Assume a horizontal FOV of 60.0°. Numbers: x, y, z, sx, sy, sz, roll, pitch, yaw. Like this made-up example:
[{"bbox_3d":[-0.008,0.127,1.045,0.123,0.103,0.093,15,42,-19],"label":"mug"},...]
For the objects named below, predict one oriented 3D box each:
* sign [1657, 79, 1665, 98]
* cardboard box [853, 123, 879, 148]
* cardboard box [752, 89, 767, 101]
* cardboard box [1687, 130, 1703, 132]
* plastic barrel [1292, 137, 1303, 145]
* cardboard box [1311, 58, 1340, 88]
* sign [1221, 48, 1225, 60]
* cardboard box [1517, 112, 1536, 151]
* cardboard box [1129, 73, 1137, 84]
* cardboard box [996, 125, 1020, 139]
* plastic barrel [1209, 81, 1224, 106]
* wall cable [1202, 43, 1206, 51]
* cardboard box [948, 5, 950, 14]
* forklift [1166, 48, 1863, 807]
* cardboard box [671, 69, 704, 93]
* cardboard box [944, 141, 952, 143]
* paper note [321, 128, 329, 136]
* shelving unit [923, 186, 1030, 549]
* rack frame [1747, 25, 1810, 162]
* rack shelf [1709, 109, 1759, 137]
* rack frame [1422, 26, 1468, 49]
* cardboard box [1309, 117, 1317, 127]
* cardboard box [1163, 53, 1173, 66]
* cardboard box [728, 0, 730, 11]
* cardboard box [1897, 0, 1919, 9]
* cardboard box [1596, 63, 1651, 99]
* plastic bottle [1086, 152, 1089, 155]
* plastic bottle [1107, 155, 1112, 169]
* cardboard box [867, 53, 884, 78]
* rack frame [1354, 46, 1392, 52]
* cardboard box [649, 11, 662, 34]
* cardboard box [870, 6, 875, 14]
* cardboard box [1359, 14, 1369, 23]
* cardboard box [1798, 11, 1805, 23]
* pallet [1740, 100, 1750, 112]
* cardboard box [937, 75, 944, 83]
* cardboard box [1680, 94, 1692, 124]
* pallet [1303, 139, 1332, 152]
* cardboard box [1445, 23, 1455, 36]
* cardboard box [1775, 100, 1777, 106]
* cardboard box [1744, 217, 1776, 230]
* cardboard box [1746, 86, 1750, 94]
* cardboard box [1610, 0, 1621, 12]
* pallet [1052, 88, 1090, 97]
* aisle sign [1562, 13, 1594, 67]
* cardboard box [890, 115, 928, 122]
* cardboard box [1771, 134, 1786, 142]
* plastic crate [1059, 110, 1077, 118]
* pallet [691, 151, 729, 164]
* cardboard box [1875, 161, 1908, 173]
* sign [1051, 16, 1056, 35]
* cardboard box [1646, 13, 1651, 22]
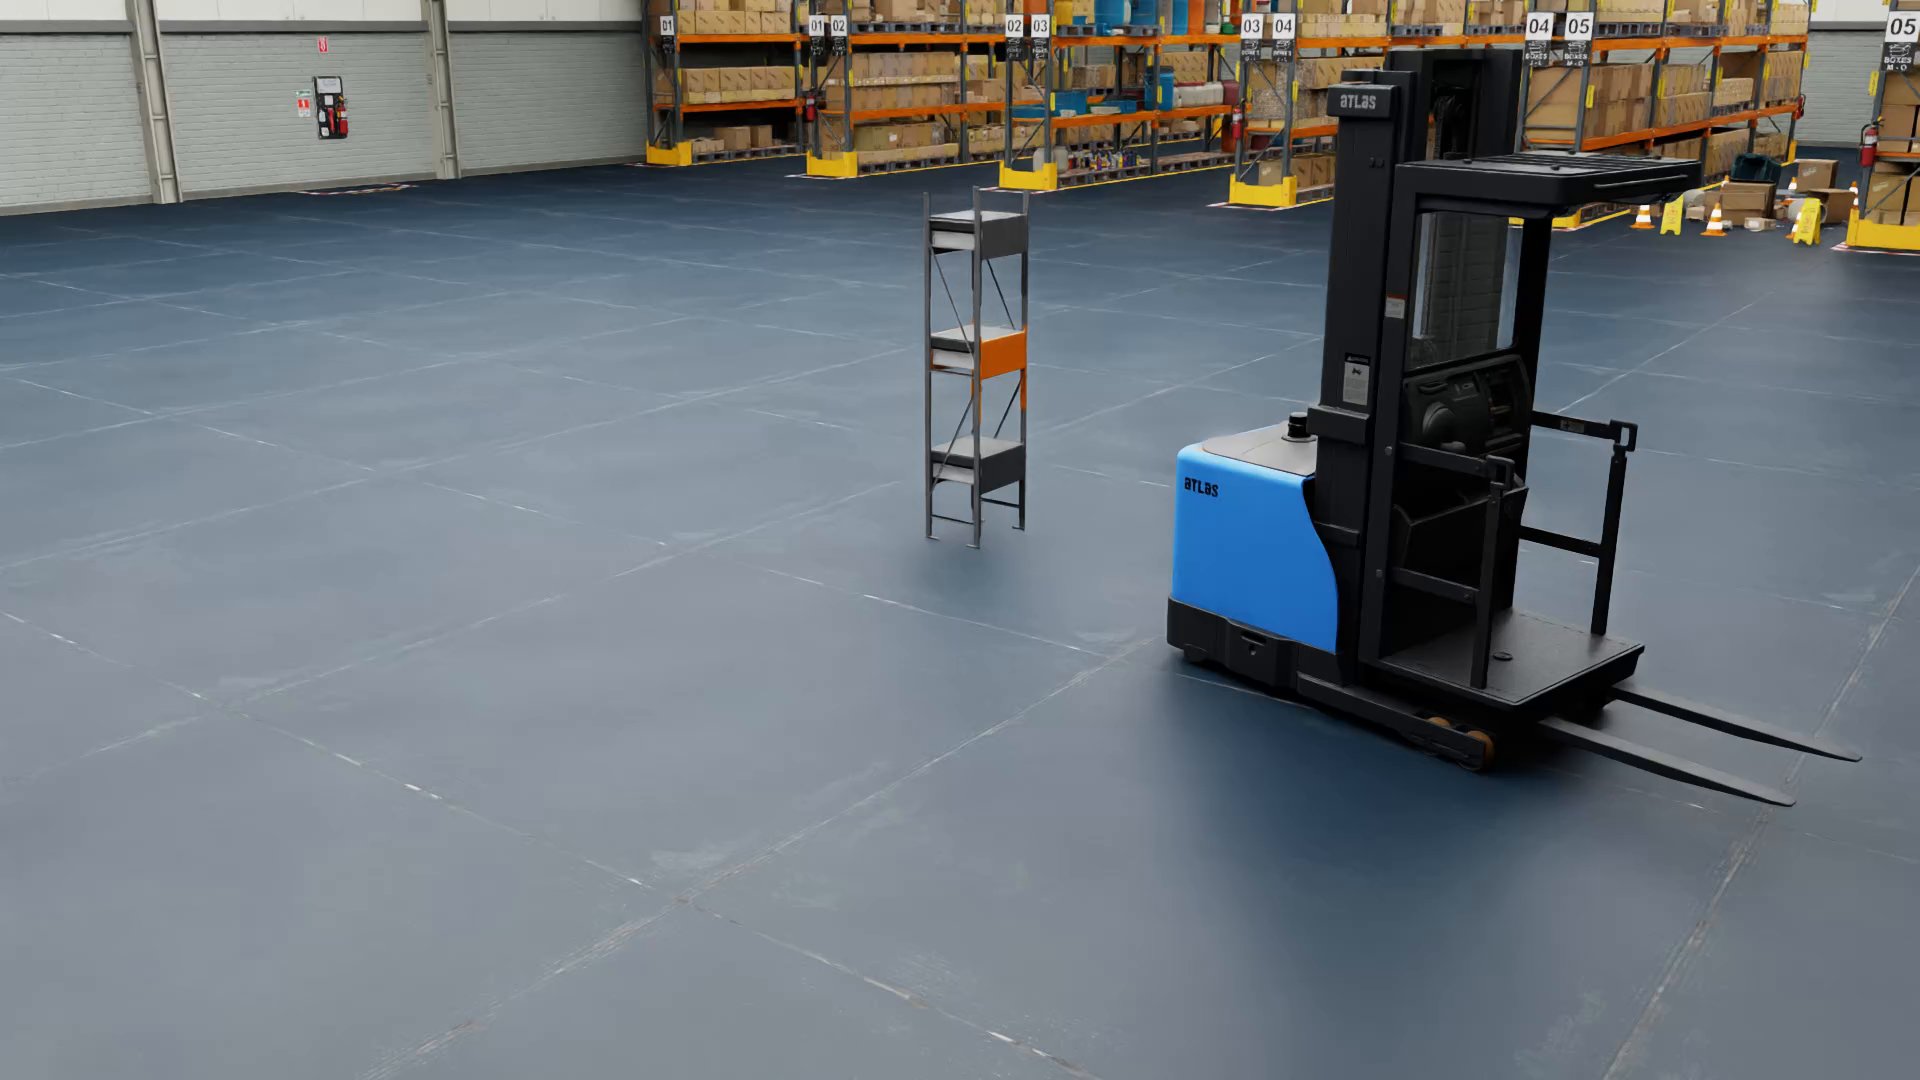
[{"bbox_3d":[12.037,-7.749,28.547,0.100,0.325,0.005,12,21,35],"label":"sign"},{"bbox_3d":[-2.005,-8.762,36.064,0.500,0.500,0.500,12,21,35],"label":"cardboard box"},{"bbox_3d":[-4.897,-10.454,39.069,0.500,0.250,0.500,12,21,34],"label":"cardboard box"},{"bbox_3d":[14.778,-8.163,33.715,0.500,0.250,0.500,13,21,36],"label":"cardboard box"},{"bbox_3d":[8.118,-10.149,40.698,0.600,0.901,0.708,12,21,35],"label":"plastic barrel"},{"bbox_3d":[6.431,-8.331,29.657,0.500,0.500,0.500,12,21,35],"label":"cardboard box"},{"bbox_3d":[7.297,-13.507,46.196,0.100,0.325,0.005,12,21,35],"label":"sign"},{"bbox_3d":[12.891,-9.531,38.751,0.875,0.875,0.875,12,21,35],"label":"cardboard box"},{"bbox_3d":[4.572,-12.165,44.192,0.500,0.500,0.500,13,21,36],"label":"cardboard box"},{"bbox_3d":[1.075,-9.624,39.159,0.500,0.311,0.500,13,22,36],"label":"cardboard box"},{"bbox_3d":[5.631,-9.895,36.861,0.421,0.512,0.421,0,17,0],"label":"plastic barrel"},{"bbox_3d":[6.540,-16.447,53.267,3.097,2.526,0.112,12,21,35],"label":"wall cable"},{"bbox_3d":[-0.393,-14.184,44.892,0.700,0.500,0.500,12,21,34],"label":"cardboard box"},{"bbox_3d":[2.384,-0.588,7.194,1.130,2.935,3.031,-14,22,-39],"label":"forklift"},{"bbox_3d":[-6.125,-10.326,37.393,0.500,0.500,0.500,12,21,35],"label":"cardboard box"},{"bbox_3d":[-0.272,-9.085,38.370,0.500,0.250,0.500,12,21,34],"label":"cardboard box"},{"bbox_3d":[-12.167,-7.828,31.878,0.016,0.148,0.142,12,21,35],"label":"paper note"},{"bbox_3d":[0.099,-1.042,10.059,0.431,2.100,0.503,12,21,35],"label":"shelving unit"},{"bbox_3d":[18.740,-10.254,38.206,1.000,3.000,0.127,12,21,35],"label":"rack frame"},{"bbox_3d":[15.165,-8.481,33.711,1.077,0.370,4.000,12,21,35],"label":"rack shelf"},{"bbox_3d":[10.050,-9.249,34.970,1.000,3.000,0.127,12,21,35],"label":"rack frame"},{"bbox_3d":[6.103,-7.426,29.522,0.380,0.149,0.250,12,21,35],"label":"cardboard box"},{"bbox_3d":[5.294,-12.664,44.112,0.500,0.500,0.500,12,21,33],"label":"cardboard box"},{"bbox_3d":[-5.670,-12.450,38.330,0.500,0.500,0.500,12,21,35],"label":"cardboard box"},{"bbox_3d":[13.207,-7.419,23.097,0.380,0.149,0.250,13,21,35],"label":"cardboard box"},{"bbox_3d":[11.108,-7.750,28.068,0.875,0.550,0.550,12,21,35],"label":"cardboard box"},{"bbox_3d":[2.631,-7.889,34.427,0.061,0.283,0.133,14,22,37],"label":"plastic bottle"},{"bbox_3d":[3.021,-7.657,33.700,0.097,0.271,0.097,0,17,0],"label":"plastic bottle"},{"bbox_3d":[-2.041,-10.010,35.065,0.700,0.500,0.500,12,21,33],"label":"cardboard box"},{"bbox_3d":[10.839,-12.030,43.924,1.000,3.000,0.127,12,21,35],"label":"rack frame"},{"bbox_3d":[-6.605,-11.604,37.291,0.500,0.500,0.500,14,22,39],"label":"cardboard box"},{"bbox_3d":[-1.864,-11.206,35.419,0.500,0.311,0.500,16,23,41],"label":"cardboard box"},{"bbox_3d":[7.249,-9.526,30.386,0.380,0.149,0.250,12,21,33],"label":"cardboard box"},{"bbox_3d":[18.367,-11.577,36.818,0.500,0.250,0.500,12,21,33],"label":"cardboard box"},{"bbox_3d":[15.785,-9.053,34.663,1.003,0.211,1.213,12,21,35],"label":"pallet"},{"bbox_3d":[-0.579,-10.181,36.710,0.380,0.149,0.250,12,21,33],"label":"cardboard box"},{"bbox_3d":[13.023,-7.881,30.396,0.500,0.500,0.500,13,21,36],"label":"cardboard box"},{"bbox_3d":[8.863,-9.927,41.856,1.003,0.211,1.213,12,21,35],"label":"pallet"},{"bbox_3d":[9.679,-10.333,33.655,0.500,0.250,0.500,12,21,34],"label":"cardboard box"},{"bbox_3d":[17.790,-9.649,36.682,0.380,0.149,0.250,13,21,36],"label":"cardboard box"},{"bbox_3d":[12.401,-4.900,25.772,0.250,0.149,0.380,-7,19,-22],"label":"cardboard box"},{"bbox_3d":[16.122,-9.331,34.448,0.380,0.149,0.250,13,21,35],"label":"cardboard box"},{"bbox_3d":[10.002,-8.385,26.005,0.500,0.250,0.500,12,21,34],"label":"cardboard box"},{"bbox_3d":[2.444,-11.083,41.198,1.213,0.211,1.003,12,21,35],"label":"pallet"},{"bbox_3d":[9.406,-7.615,25.324,0.394,0.787,0.004,12,21,35],"label":"aisle sign"},{"bbox_3d":[-1.340,-11.201,44.172,0.750,0.750,0.750,12,21,34],"label":"cardboard box"},{"bbox_3d":[18.380,-9.073,37.497,0.380,0.149,0.250,12,21,33],"label":"cardboard box"},{"bbox_3d":[2.098,-8.249,32.195,0.298,0.136,0.250,12,21,35],"label":"plastic crate"},{"bbox_3d":[-6.093,-8.843,38.365,1.003,0.211,1.213,12,21,35],"label":"pallet"},{"bbox_3d":[13.675,-5.484,24.416,0.380,0.149,0.250,13,22,36],"label":"cardboard box"},{"bbox_3d":[1.745,-9.557,30.890,0.100,0.325,0.005,12,21,35],"label":"sign"},{"bbox_3d":[11.175,-8.631,27.468,0.380,0.149,0.250,13,21,35],"label":"cardboard box"}]
